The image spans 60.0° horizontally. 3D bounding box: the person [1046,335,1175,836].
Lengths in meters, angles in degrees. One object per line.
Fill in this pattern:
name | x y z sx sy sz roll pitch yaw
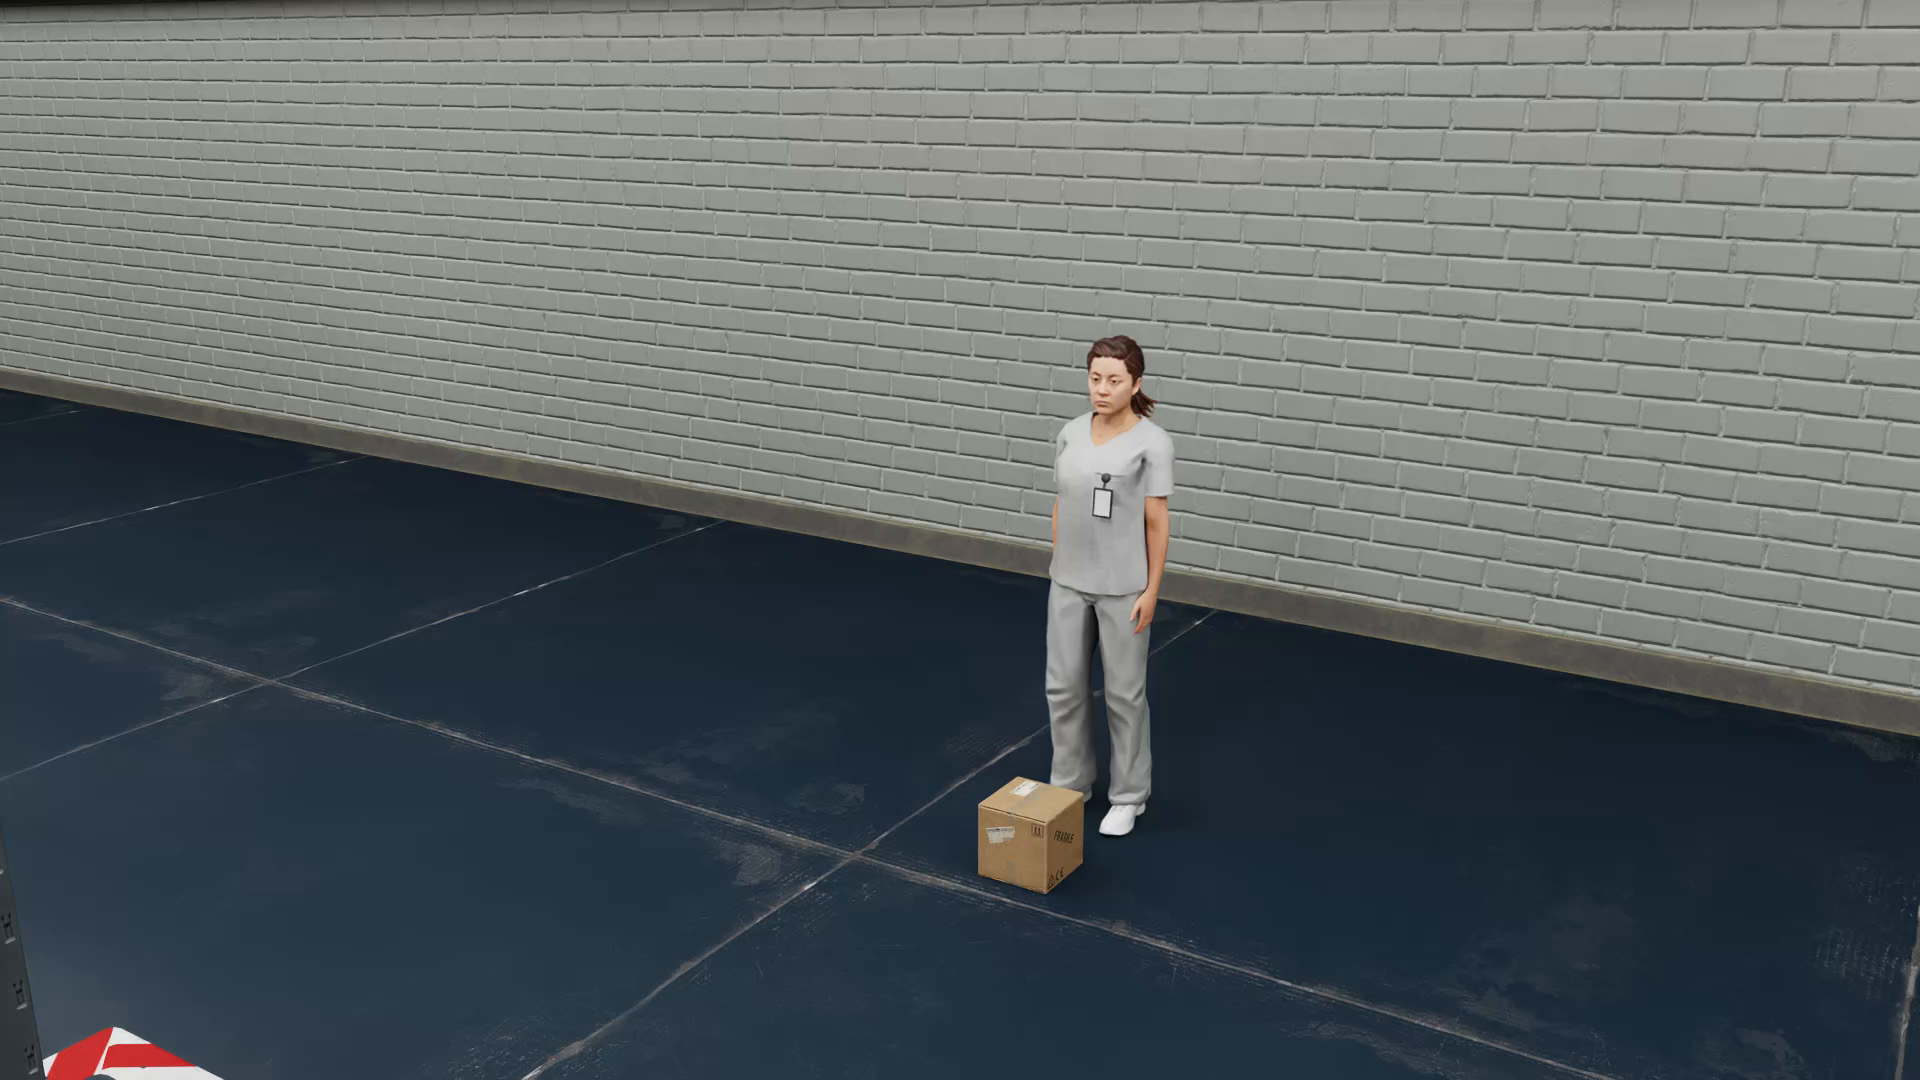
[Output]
person | 0.489 0.152 5.530 0.437 1.668 0.365 10 19 32
